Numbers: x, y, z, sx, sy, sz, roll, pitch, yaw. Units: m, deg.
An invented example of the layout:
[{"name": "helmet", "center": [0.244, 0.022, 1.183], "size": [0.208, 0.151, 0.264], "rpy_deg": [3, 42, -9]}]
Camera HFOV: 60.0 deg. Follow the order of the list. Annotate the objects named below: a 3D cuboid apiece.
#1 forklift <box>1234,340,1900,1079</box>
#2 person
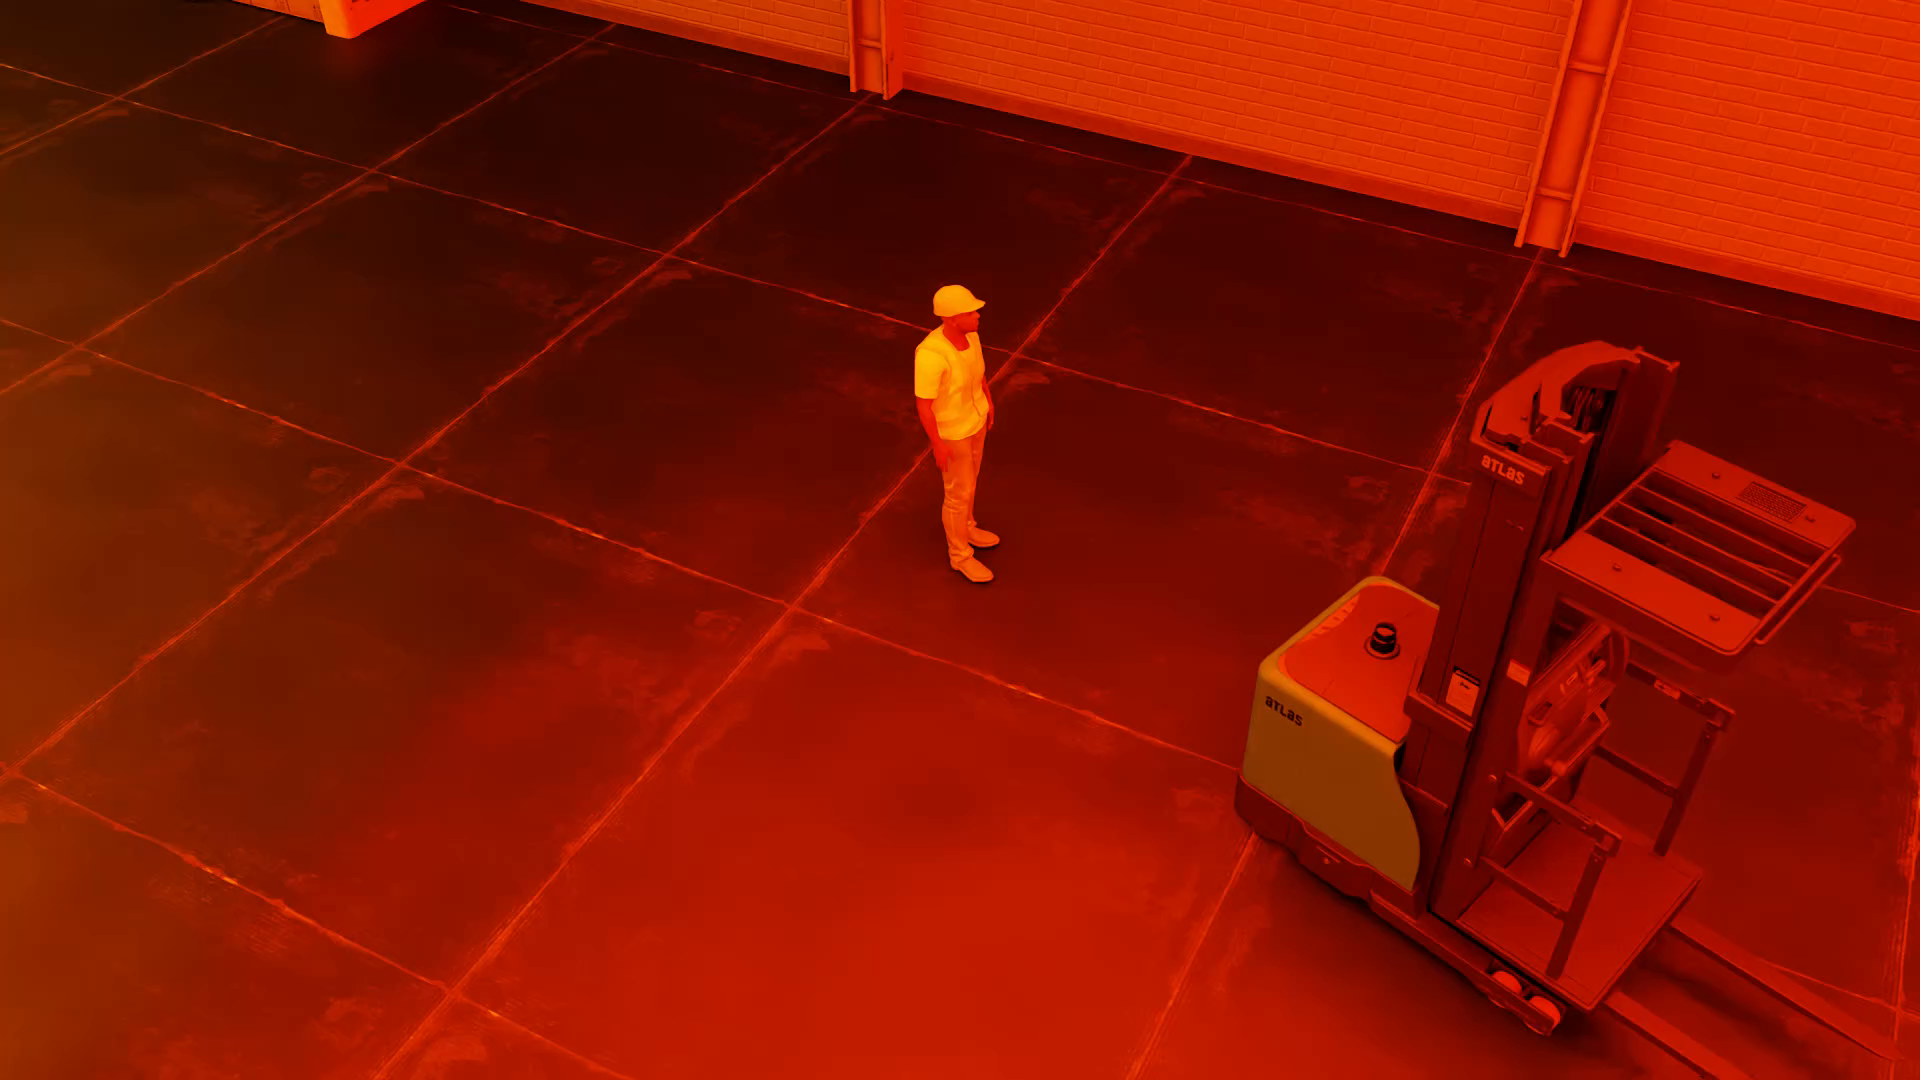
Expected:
[{"name": "forklift", "center": [2.801, 0.747, 7.100], "size": [1.130, 2.935, 3.031], "rpy_deg": [-33, 50, -33]}, {"name": "person", "center": [0.059, -0.657, 9.660], "size": [0.577, 1.765, 0.665], "rpy_deg": [18, 43, 21]}]
